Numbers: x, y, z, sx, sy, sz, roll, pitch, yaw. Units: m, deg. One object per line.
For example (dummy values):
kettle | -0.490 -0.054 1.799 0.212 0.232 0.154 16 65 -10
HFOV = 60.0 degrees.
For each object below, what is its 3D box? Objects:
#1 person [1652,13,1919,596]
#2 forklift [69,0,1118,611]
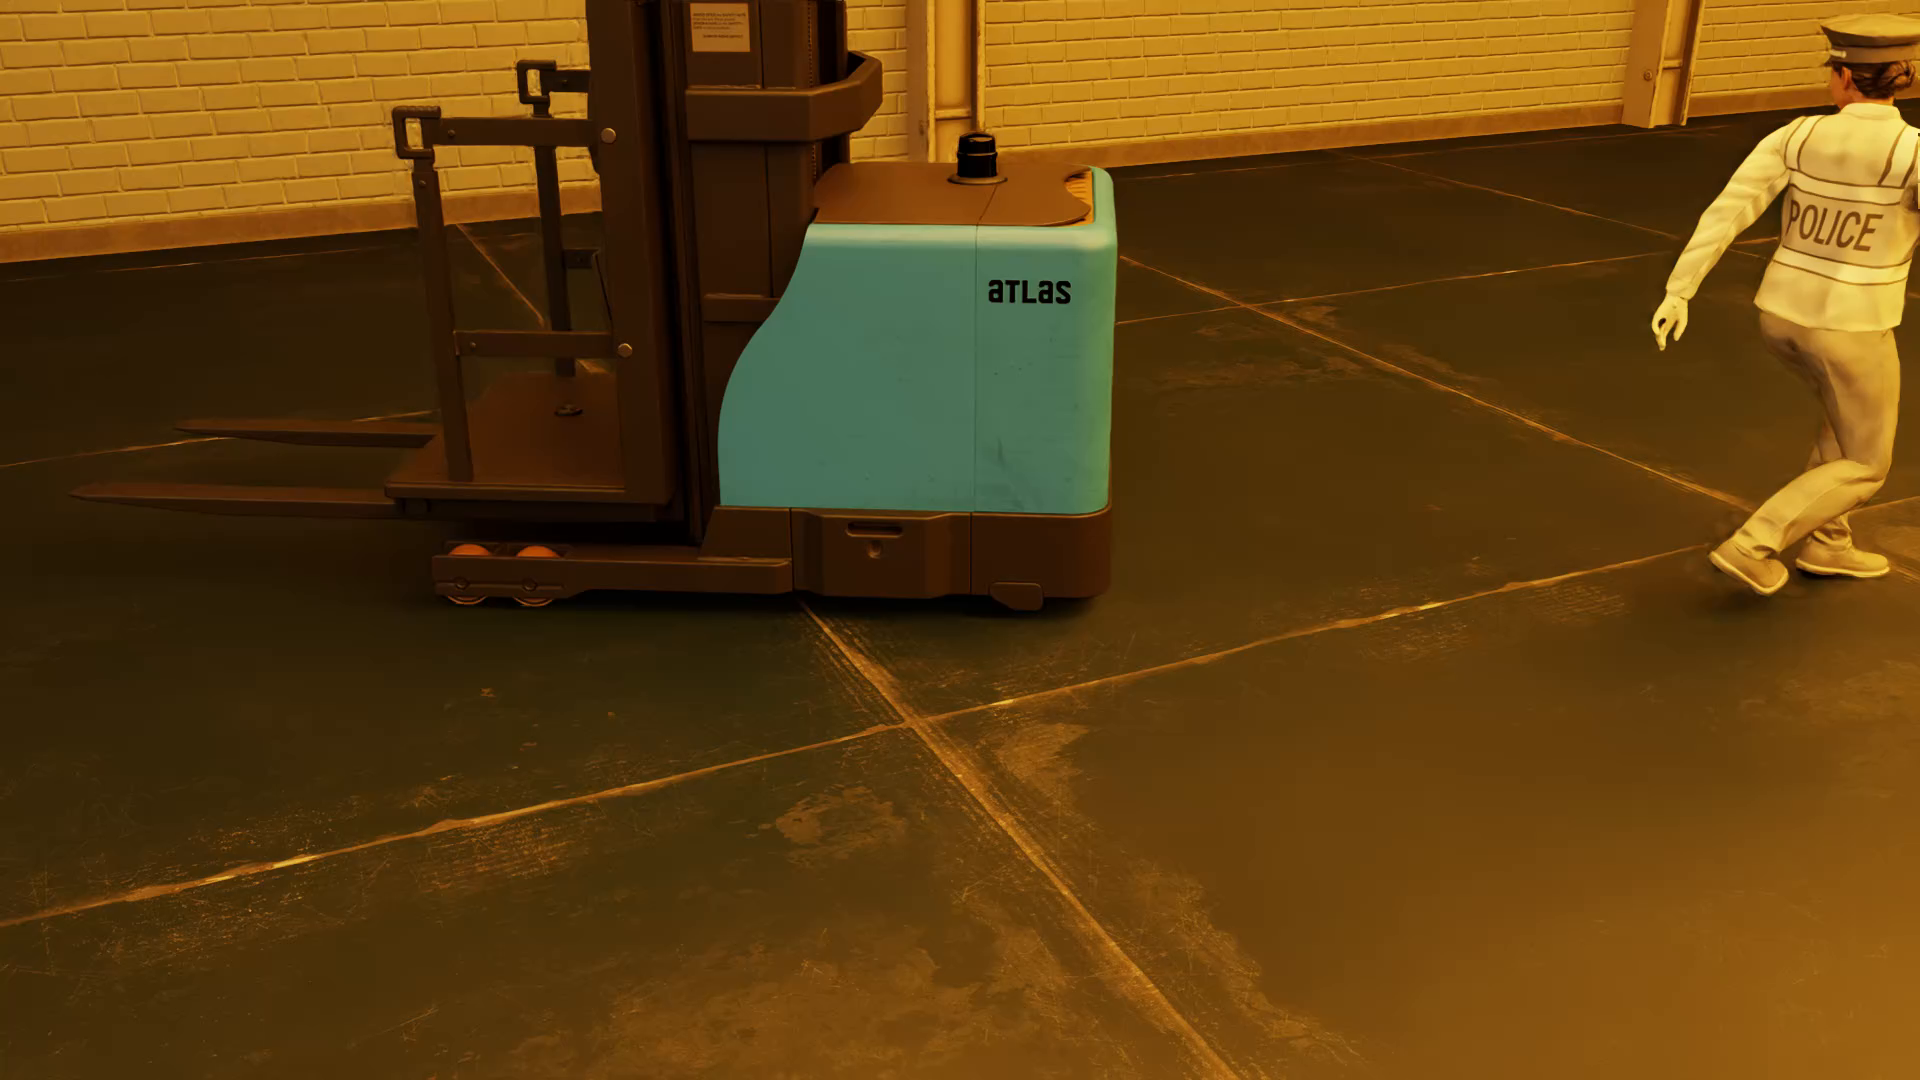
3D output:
person | 2.352 -0.607 4.532 0.776 1.585 0.539 -9 24 -20
forklift | -1.066 -1.366 4.575 3.031 2.935 1.130 2 23 4
